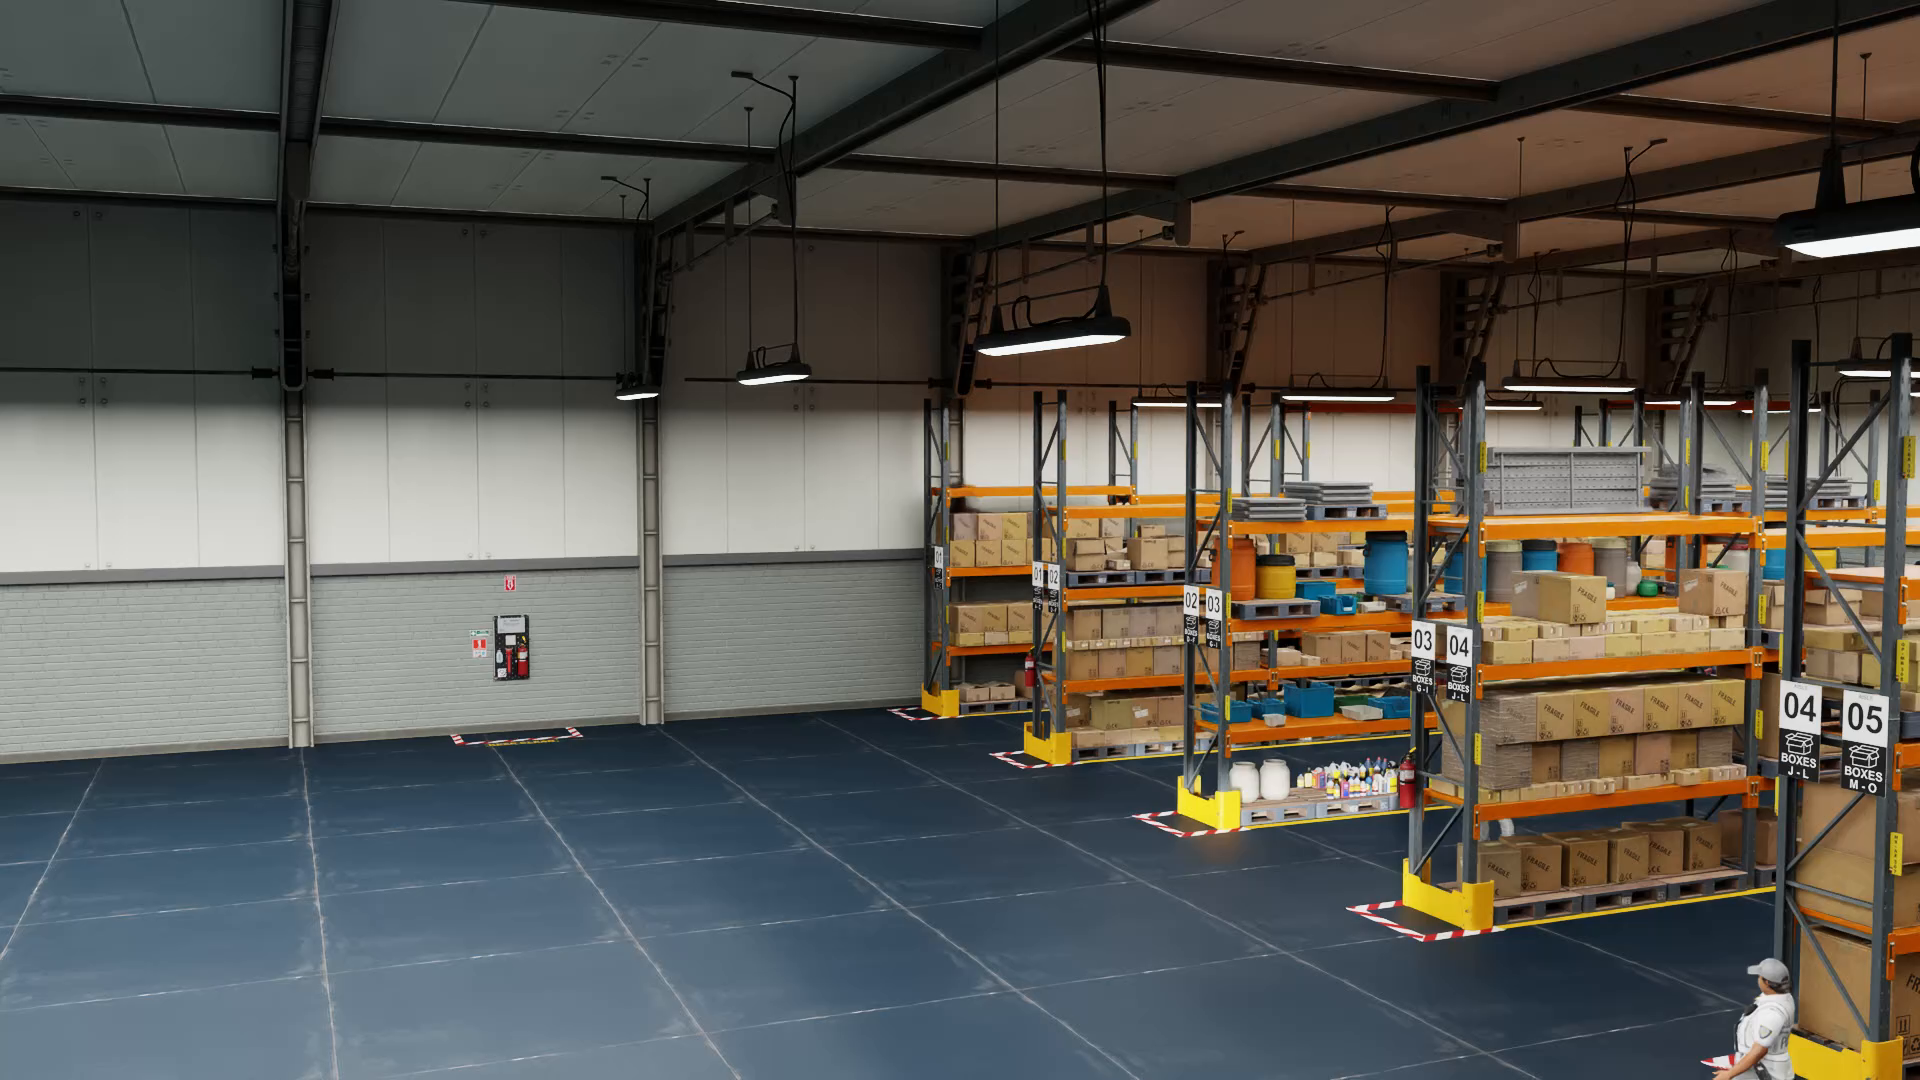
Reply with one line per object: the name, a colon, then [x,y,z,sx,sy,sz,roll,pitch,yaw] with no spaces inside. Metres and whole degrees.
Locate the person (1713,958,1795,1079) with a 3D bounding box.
person: [5.421,3.665,11.407,0.573,1.648,0.541,1,4,19]

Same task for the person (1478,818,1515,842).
person: [6.625,3.077,20.838,0.594,1.743,0.666,-1,3,-10]
